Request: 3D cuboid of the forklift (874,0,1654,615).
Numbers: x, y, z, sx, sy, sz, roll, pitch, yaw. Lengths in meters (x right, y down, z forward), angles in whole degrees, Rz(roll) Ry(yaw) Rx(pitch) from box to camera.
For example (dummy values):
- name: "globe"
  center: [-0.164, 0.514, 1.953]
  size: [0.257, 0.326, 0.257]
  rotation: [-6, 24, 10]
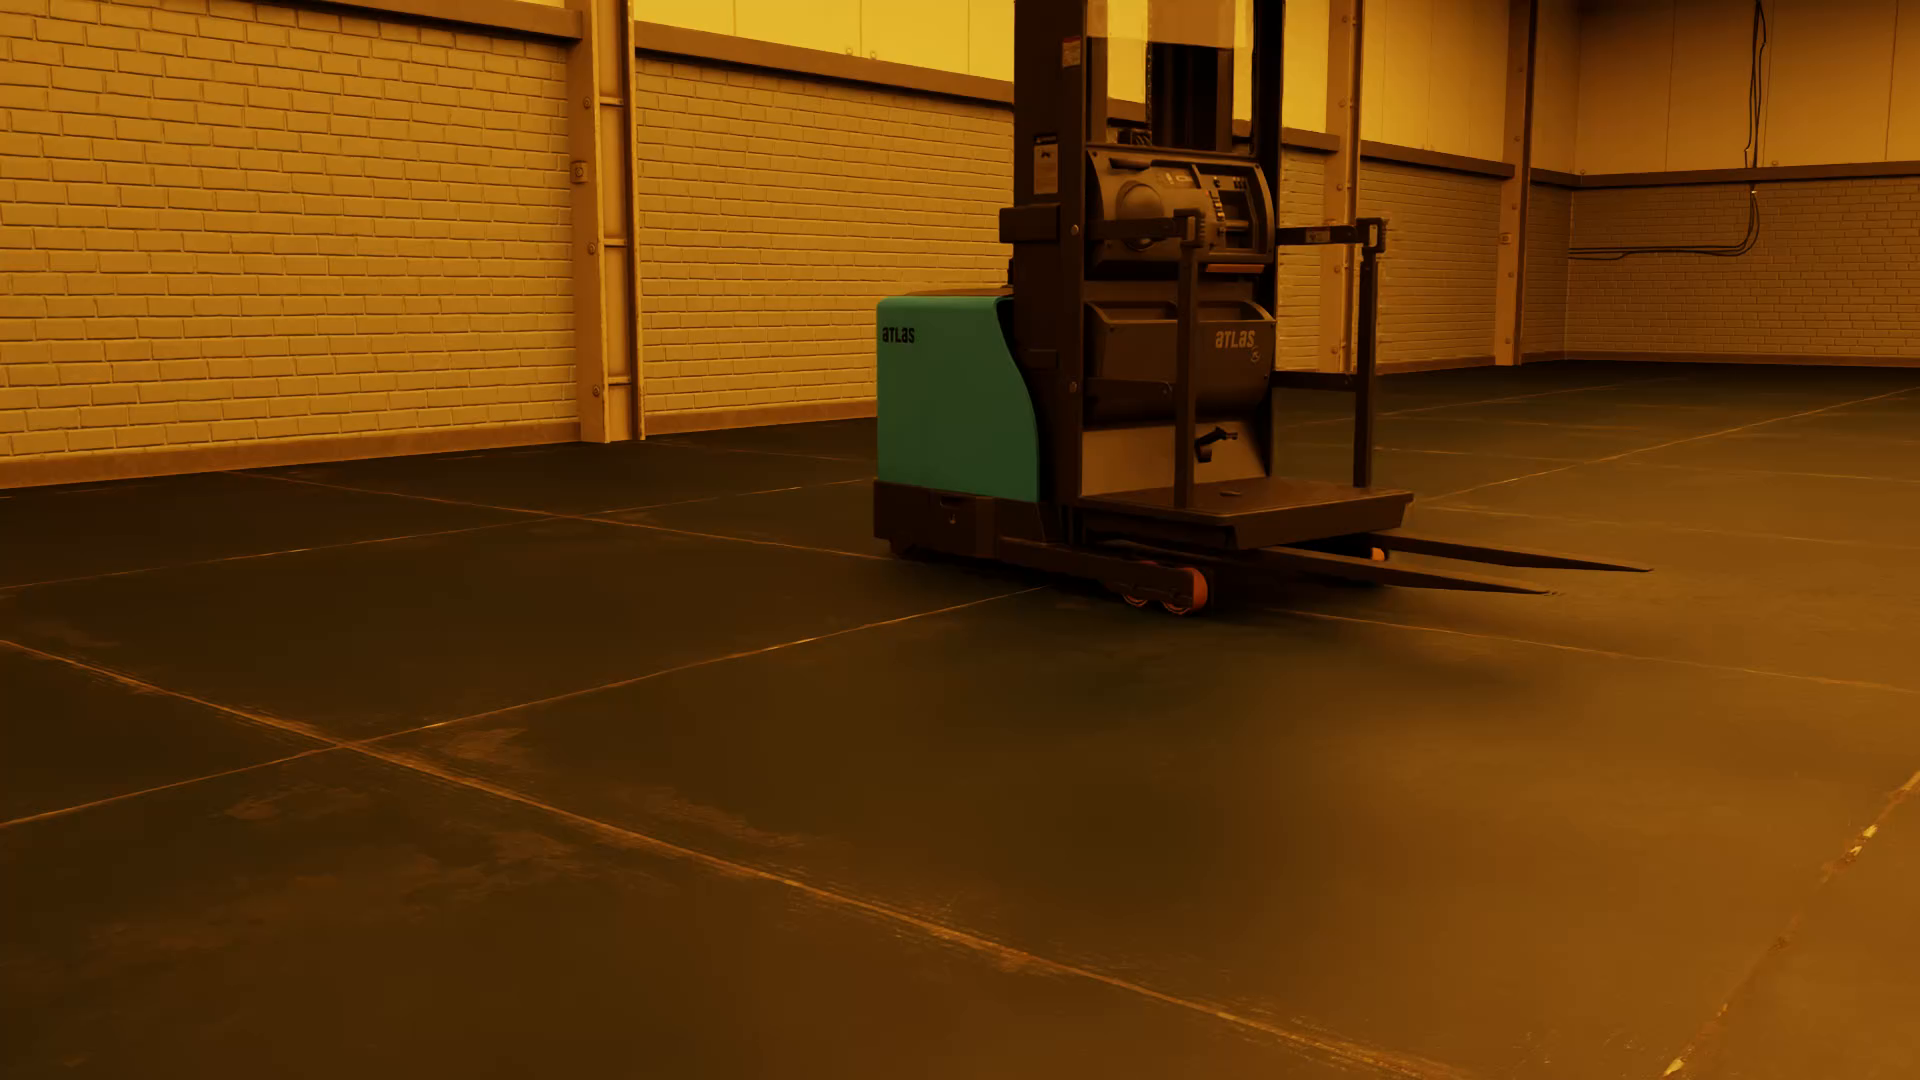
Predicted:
- name: "forklift"
  center: [0.968, -1.277, 6.010]
  size: [1.130, 2.935, 3.031]
  rotation: [-7, 11, -39]
